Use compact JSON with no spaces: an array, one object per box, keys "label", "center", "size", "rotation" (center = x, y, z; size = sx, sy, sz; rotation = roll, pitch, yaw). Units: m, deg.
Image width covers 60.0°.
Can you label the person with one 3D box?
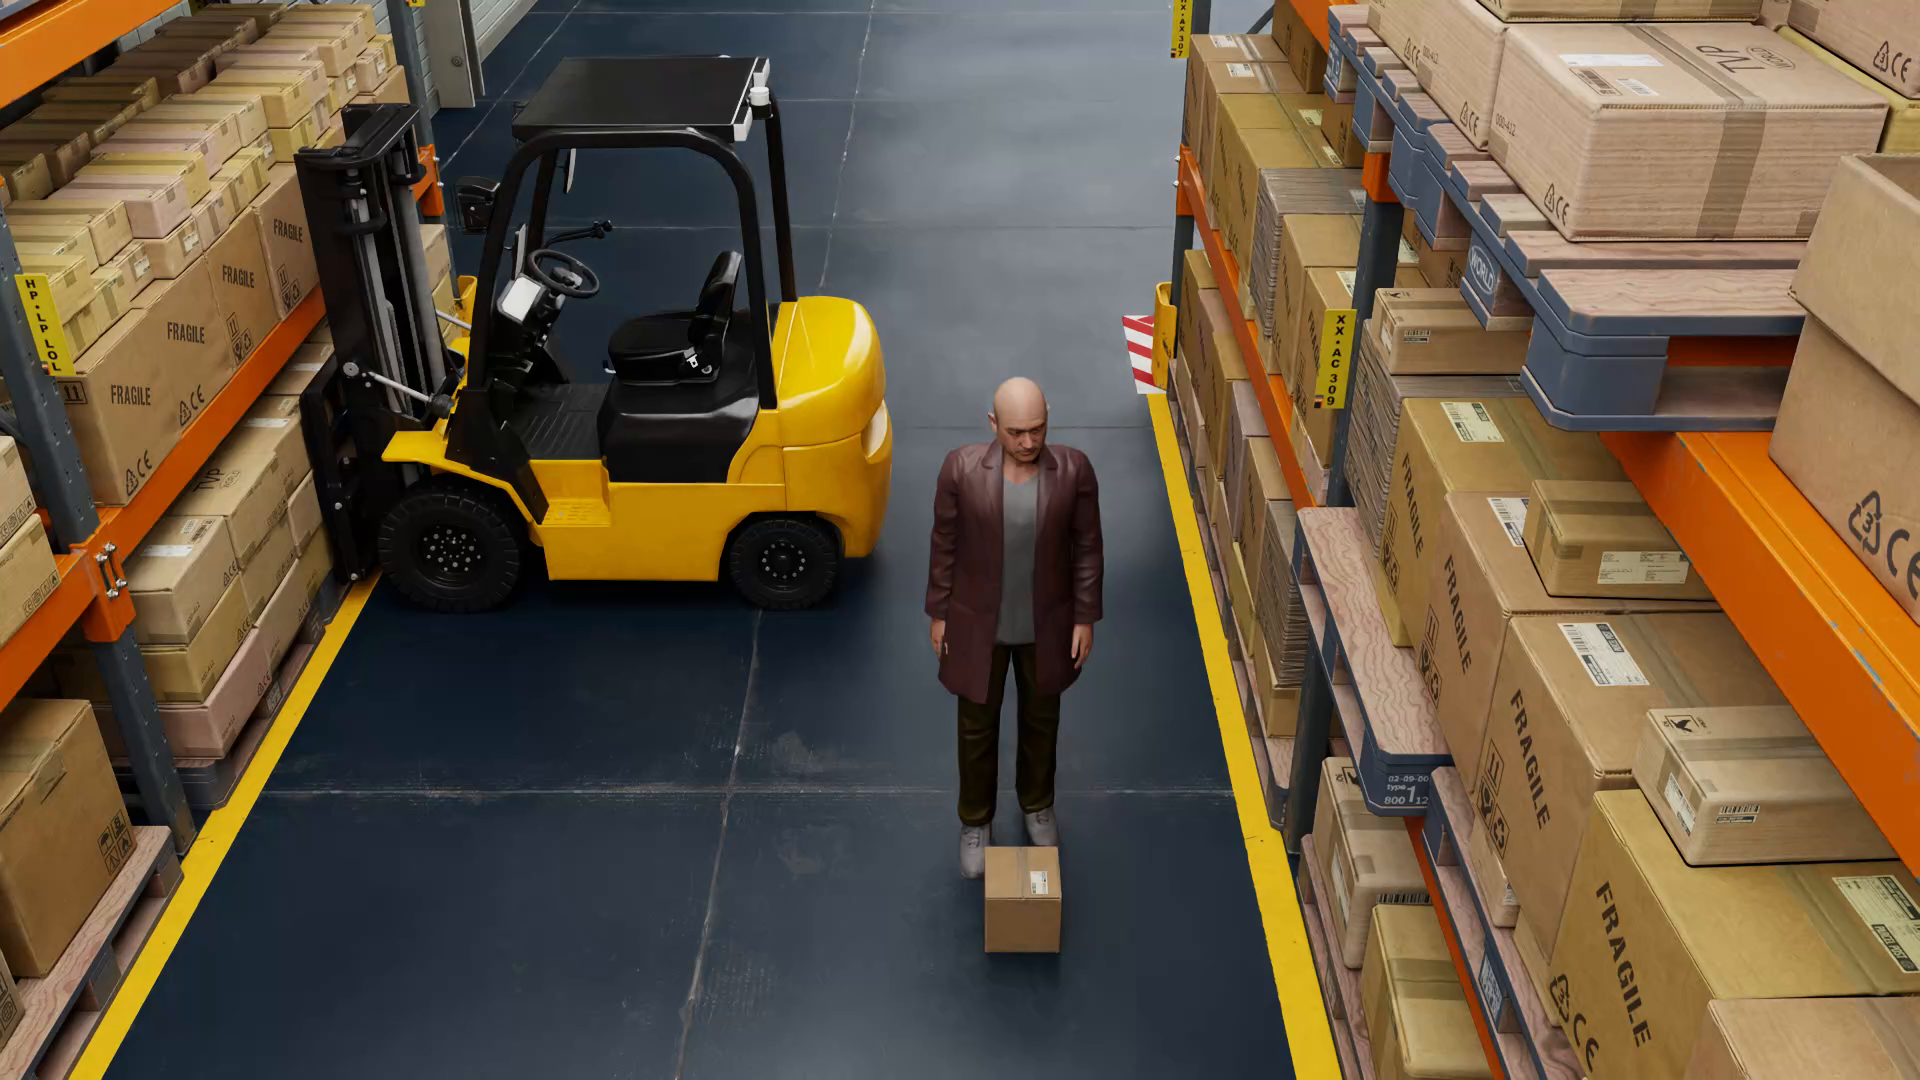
[{"label":"person","center":[0.187,0.318,5.606],"size":[0.602,1.808,0.453],"rotation":[-2,31,-3]}]
